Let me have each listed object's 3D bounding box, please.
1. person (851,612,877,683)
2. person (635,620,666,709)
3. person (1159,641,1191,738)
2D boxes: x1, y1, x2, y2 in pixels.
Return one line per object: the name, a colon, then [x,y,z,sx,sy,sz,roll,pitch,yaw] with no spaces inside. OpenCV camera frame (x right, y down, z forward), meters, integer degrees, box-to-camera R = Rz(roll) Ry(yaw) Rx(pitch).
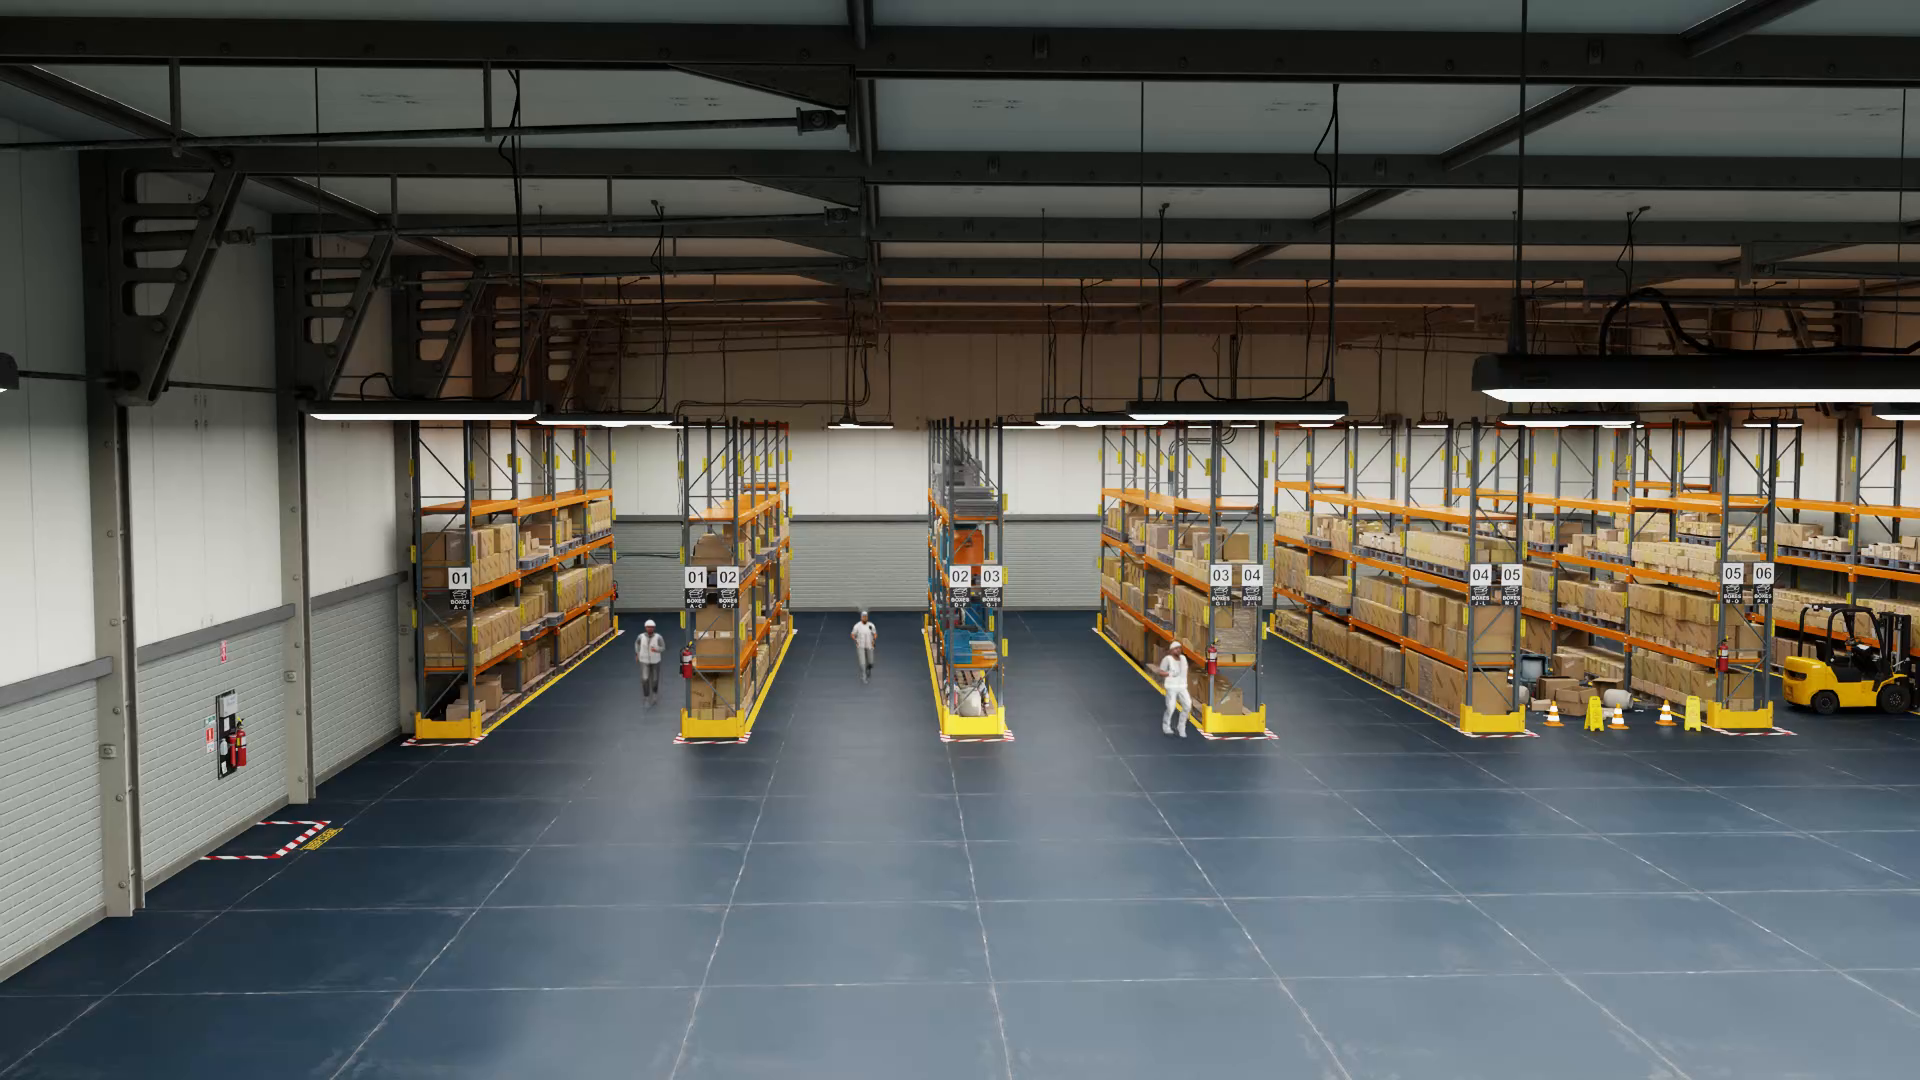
person: [-2.182,2.440,37.925,0.605,1.615,0.565,-1,4,-12]
person: [-6.452,2.565,34.668,0.627,1.825,0.869,-1,4,-9]
person: [4.051,2.812,31.139,0.679,1.826,0.659,-1,4,-19]
